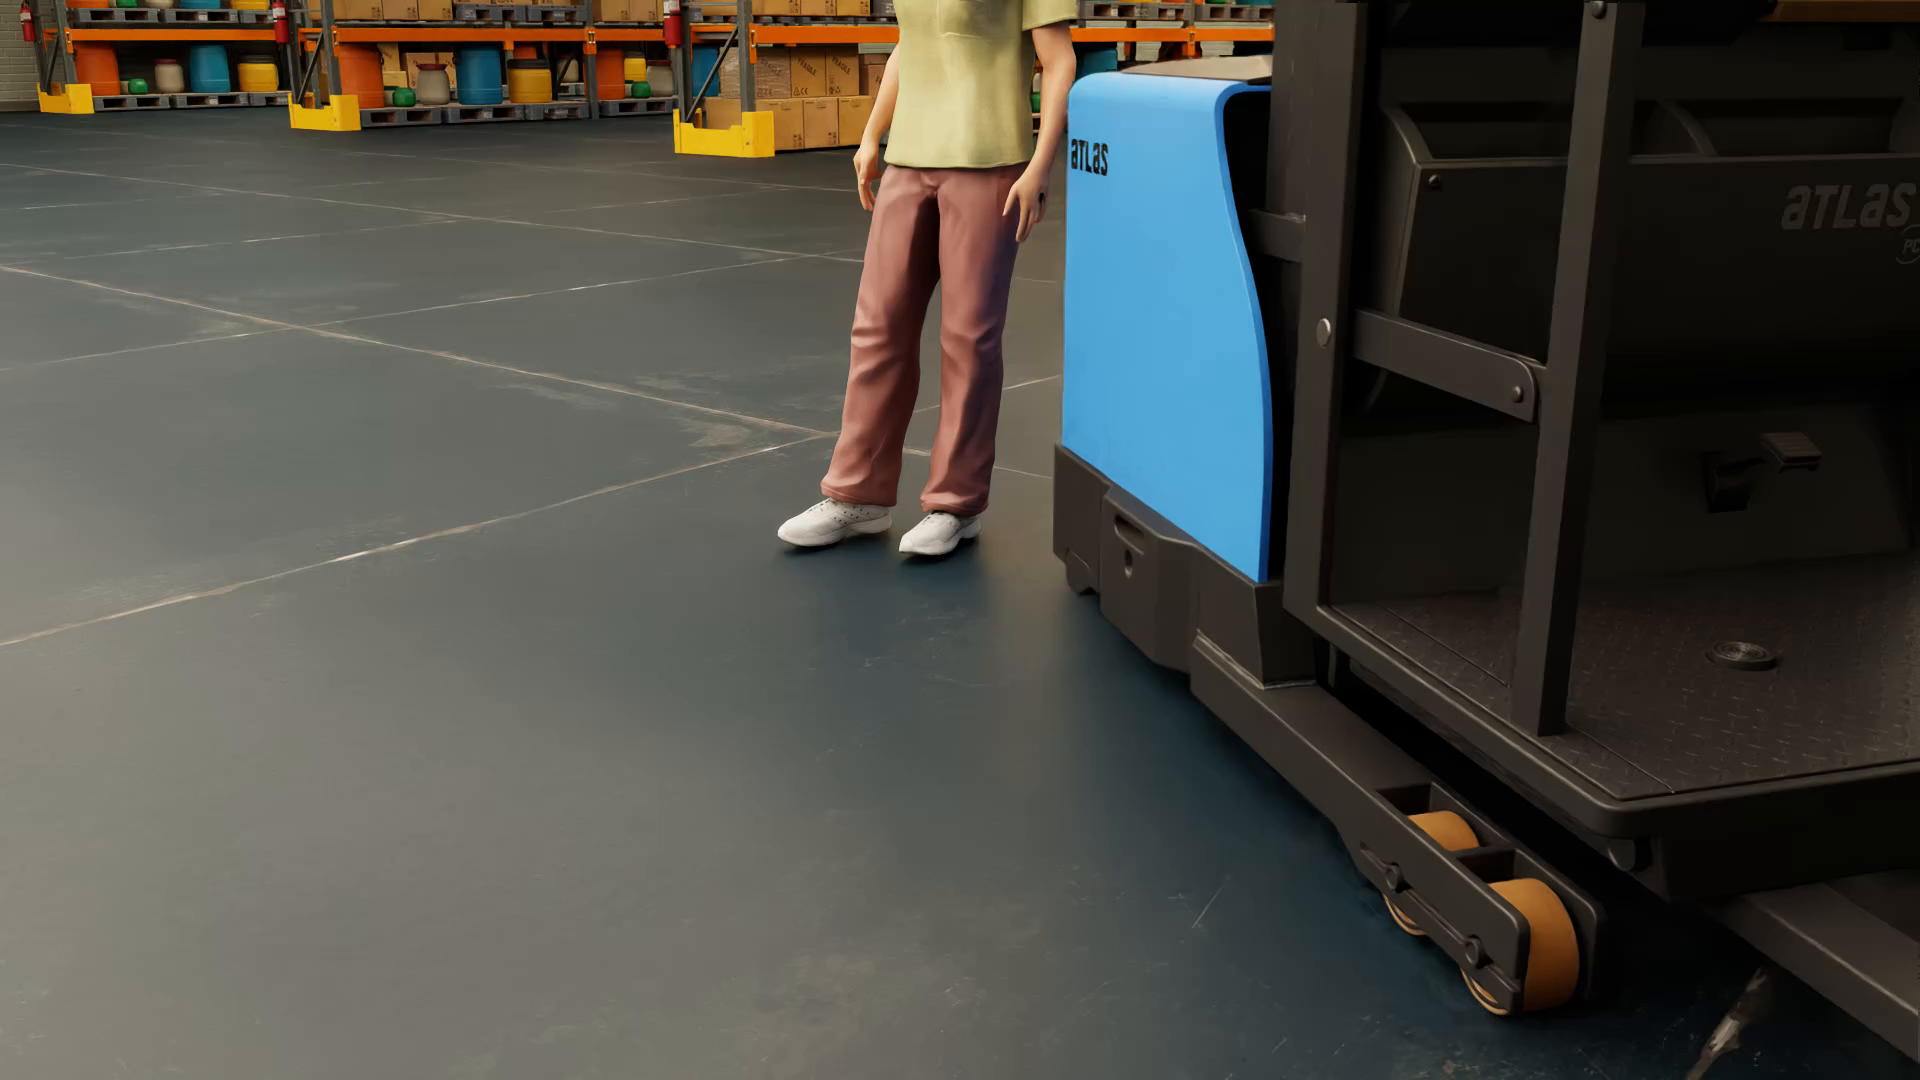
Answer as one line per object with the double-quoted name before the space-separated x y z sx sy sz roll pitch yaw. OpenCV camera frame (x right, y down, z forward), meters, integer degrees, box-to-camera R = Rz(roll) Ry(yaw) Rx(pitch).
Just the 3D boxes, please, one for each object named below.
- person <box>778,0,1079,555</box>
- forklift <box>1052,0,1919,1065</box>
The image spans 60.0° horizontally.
"person" -0.056 -0.794 3.649 0.553 1.673 0.548 13 21 37
"forklift" 1.086 -0.948 2.019 1.130 2.935 3.031 -5 17 -15
